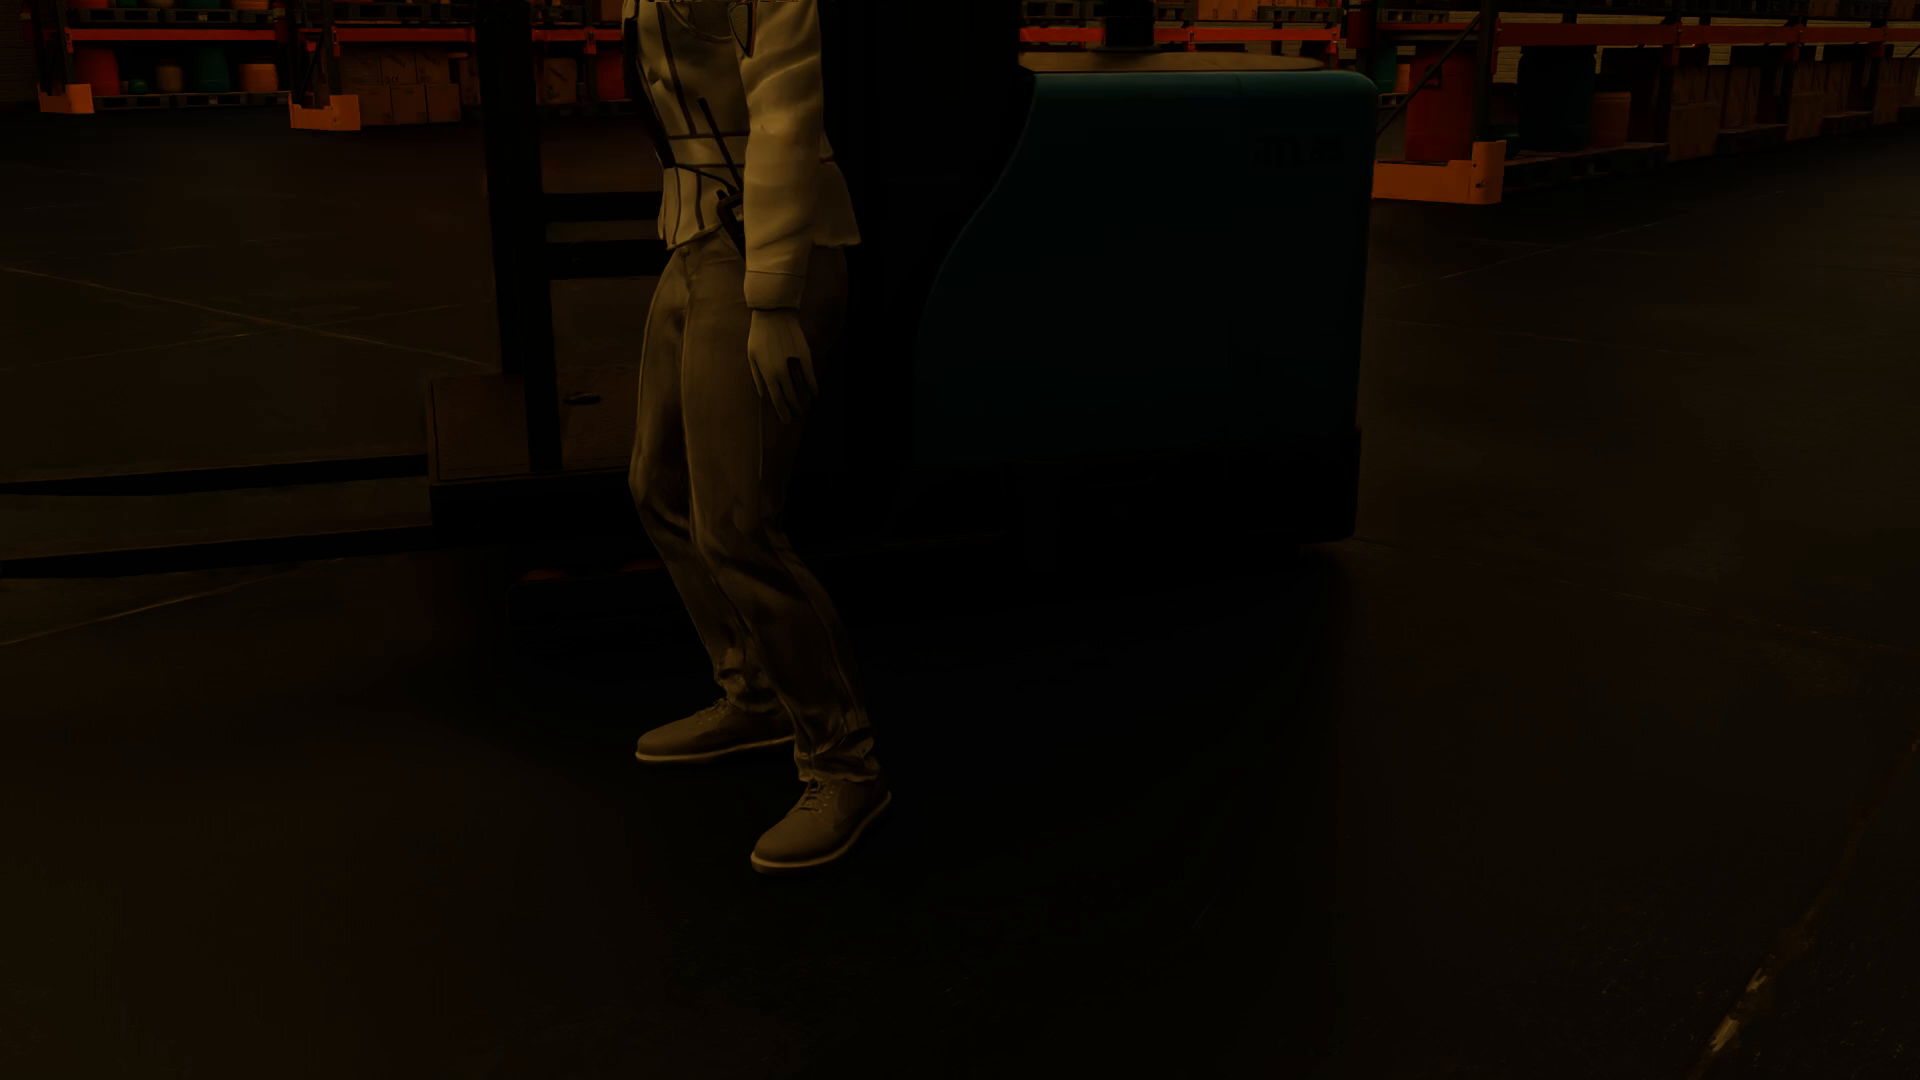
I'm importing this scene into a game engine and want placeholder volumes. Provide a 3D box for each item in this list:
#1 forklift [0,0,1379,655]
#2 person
[{"bbox_3d":[-0.679,-1.352,3.349,3.031,2.935,1.130,-5,18,-17],"label":"forklift"},{"bbox_3d":[-0.334,-0.392,2.472,0.369,1.632,0.768,-4,17,-14],"label":"person"}]
